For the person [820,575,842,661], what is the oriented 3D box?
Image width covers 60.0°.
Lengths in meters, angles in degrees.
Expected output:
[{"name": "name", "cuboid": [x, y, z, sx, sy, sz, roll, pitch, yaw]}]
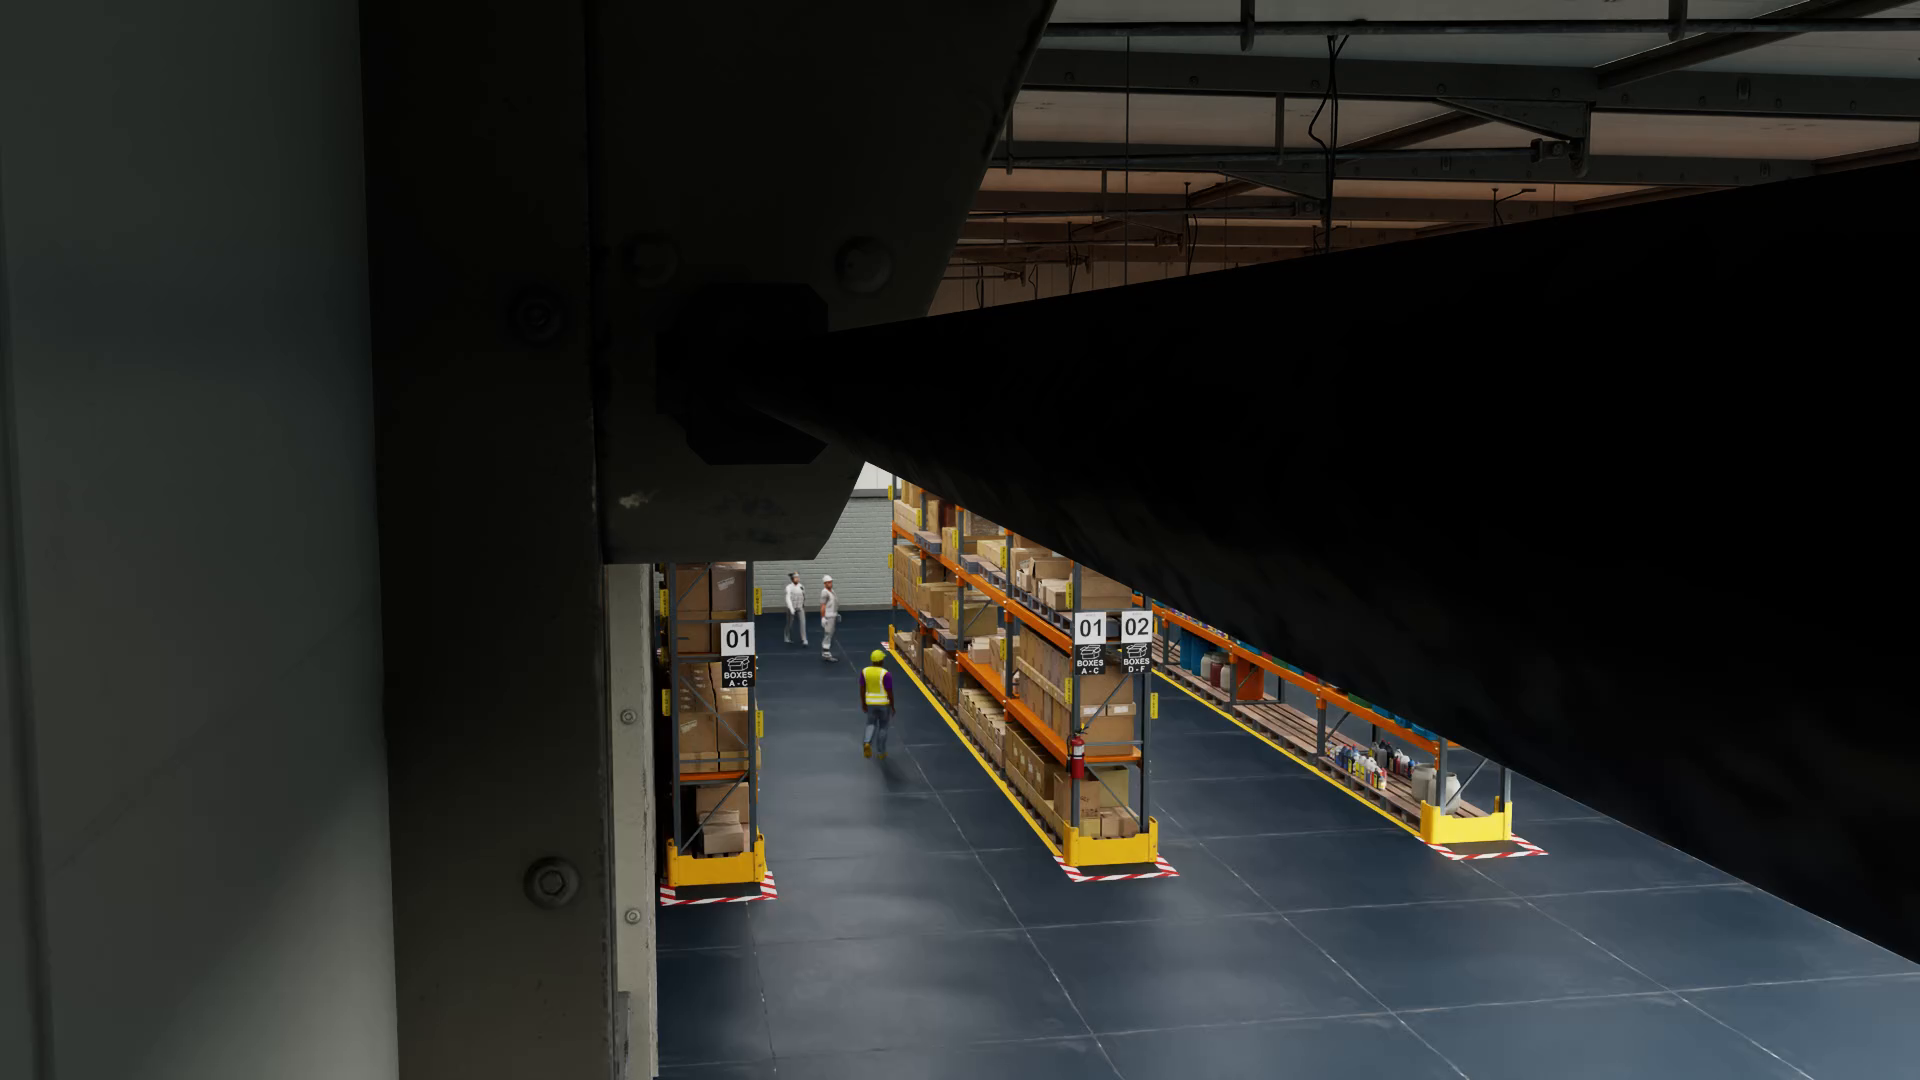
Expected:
[{"name": "person", "cuboid": [-2.733, 1.643, 35.128, 0.376, 1.802, 0.661, 1, 6, 9]}]

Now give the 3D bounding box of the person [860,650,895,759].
[{"name": "person", "cuboid": [-1.318, 2.603, 26.309, 0.579, 1.756, 0.603, 2, 7, 19]}]

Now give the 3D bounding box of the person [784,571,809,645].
[{"name": "person", "cuboid": [-3.642, 1.511, 36.904, 0.493, 1.639, 1.017, -3, 7, -23]}]
